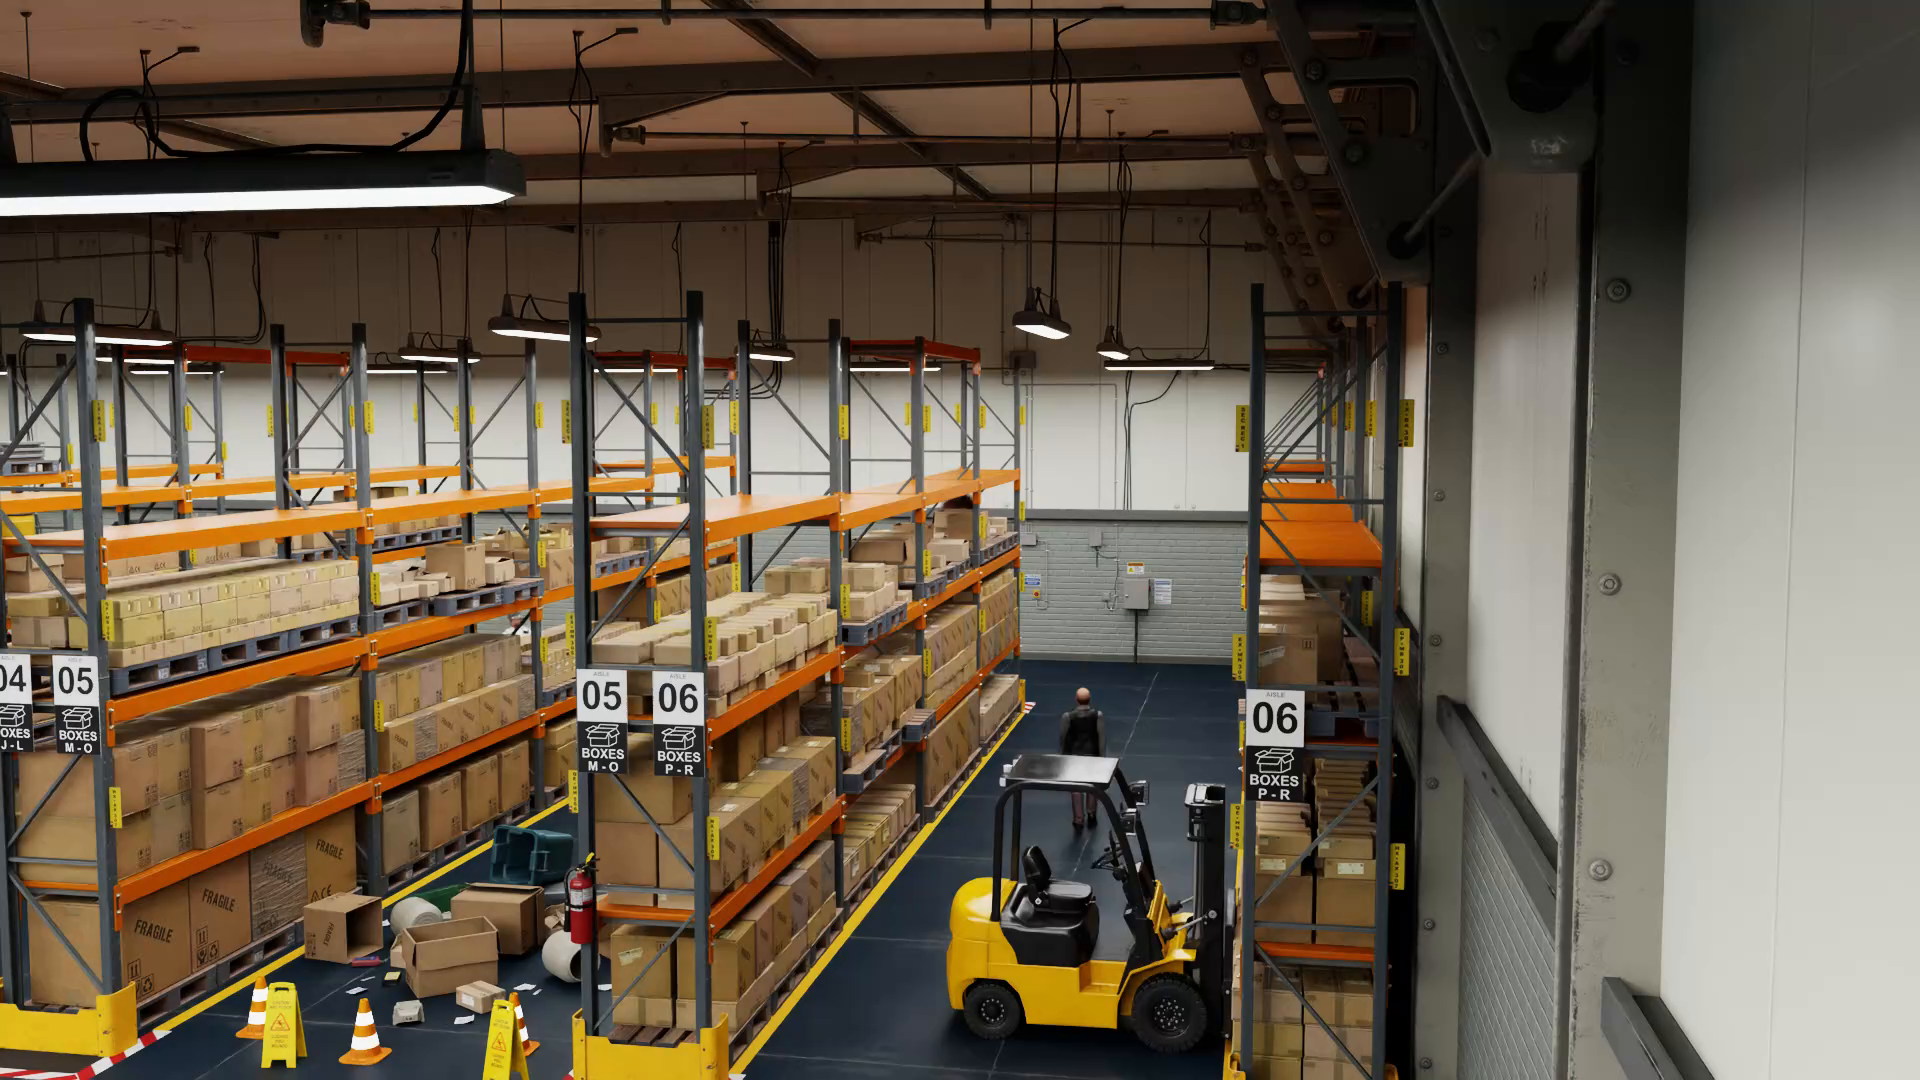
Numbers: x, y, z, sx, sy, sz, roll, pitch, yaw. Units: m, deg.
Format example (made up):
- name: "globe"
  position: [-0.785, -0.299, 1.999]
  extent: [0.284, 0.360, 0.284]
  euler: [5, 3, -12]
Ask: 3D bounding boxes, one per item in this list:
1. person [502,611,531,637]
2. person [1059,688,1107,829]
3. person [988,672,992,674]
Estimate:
- name: "person"
  position: [-7.435, 2.079, 28.111]
  extent: [0.608, 1.730, 0.686]
  euler: [-2, 5, -19]
- name: "person"
  position: [1.505, 2.666, 20.390]
  extent: [0.573, 1.746, 0.689]
  euler: [0, 5, 2]
- name: "person"
  position: [0.319, 1.896, 29.483]
  extent: [0.564, 1.607, 0.506]
  euler: [-2, 5, -26]
